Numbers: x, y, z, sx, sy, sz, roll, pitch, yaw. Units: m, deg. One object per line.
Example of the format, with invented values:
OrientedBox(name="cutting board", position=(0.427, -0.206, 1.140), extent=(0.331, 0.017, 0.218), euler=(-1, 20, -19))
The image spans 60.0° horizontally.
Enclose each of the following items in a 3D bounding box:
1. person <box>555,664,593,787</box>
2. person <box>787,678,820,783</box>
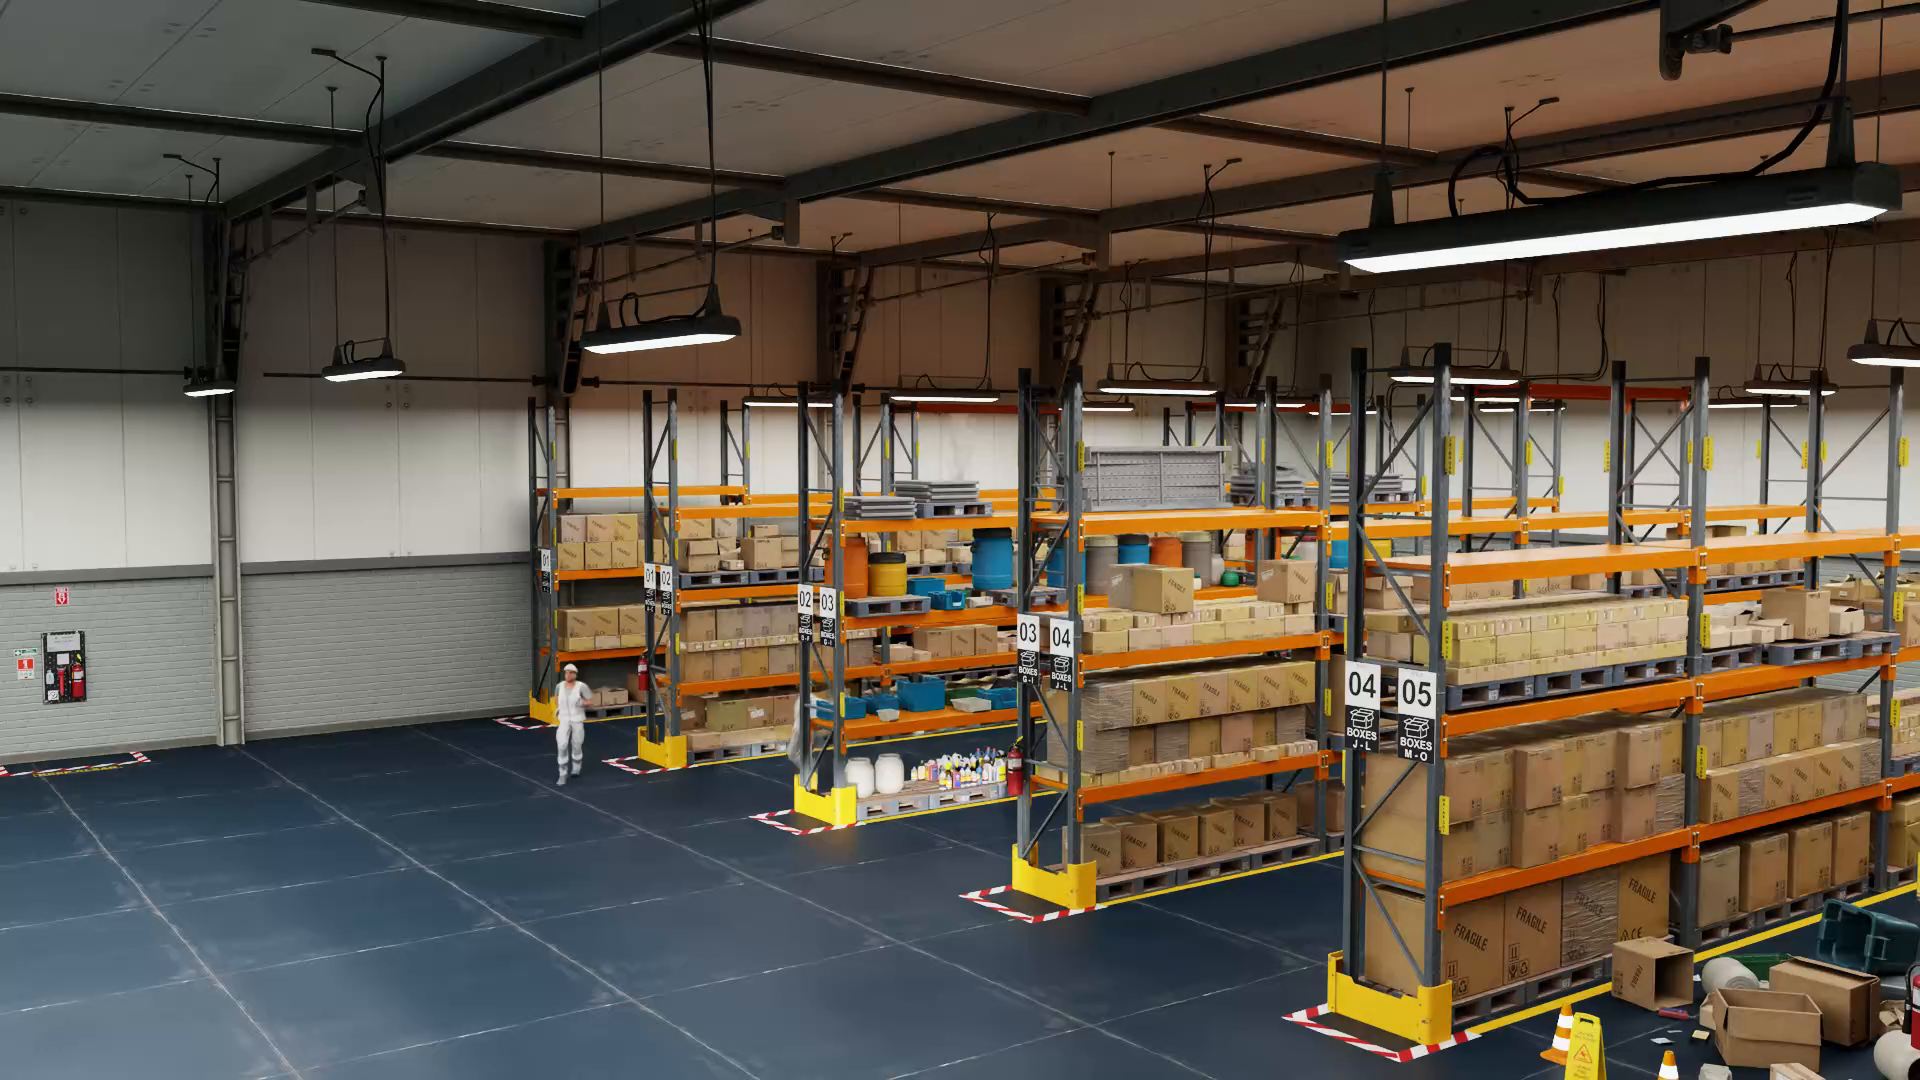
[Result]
OrientedBox(name="person", position=(-5.871, 2.790, 25.223), extent=(0.616, 1.842, 0.798), euler=(0, 3, -3))
OrientedBox(name="person", position=(-2.353, 2.855, 24.822), extent=(0.605, 1.659, 0.577), euler=(3, 4, 39))
